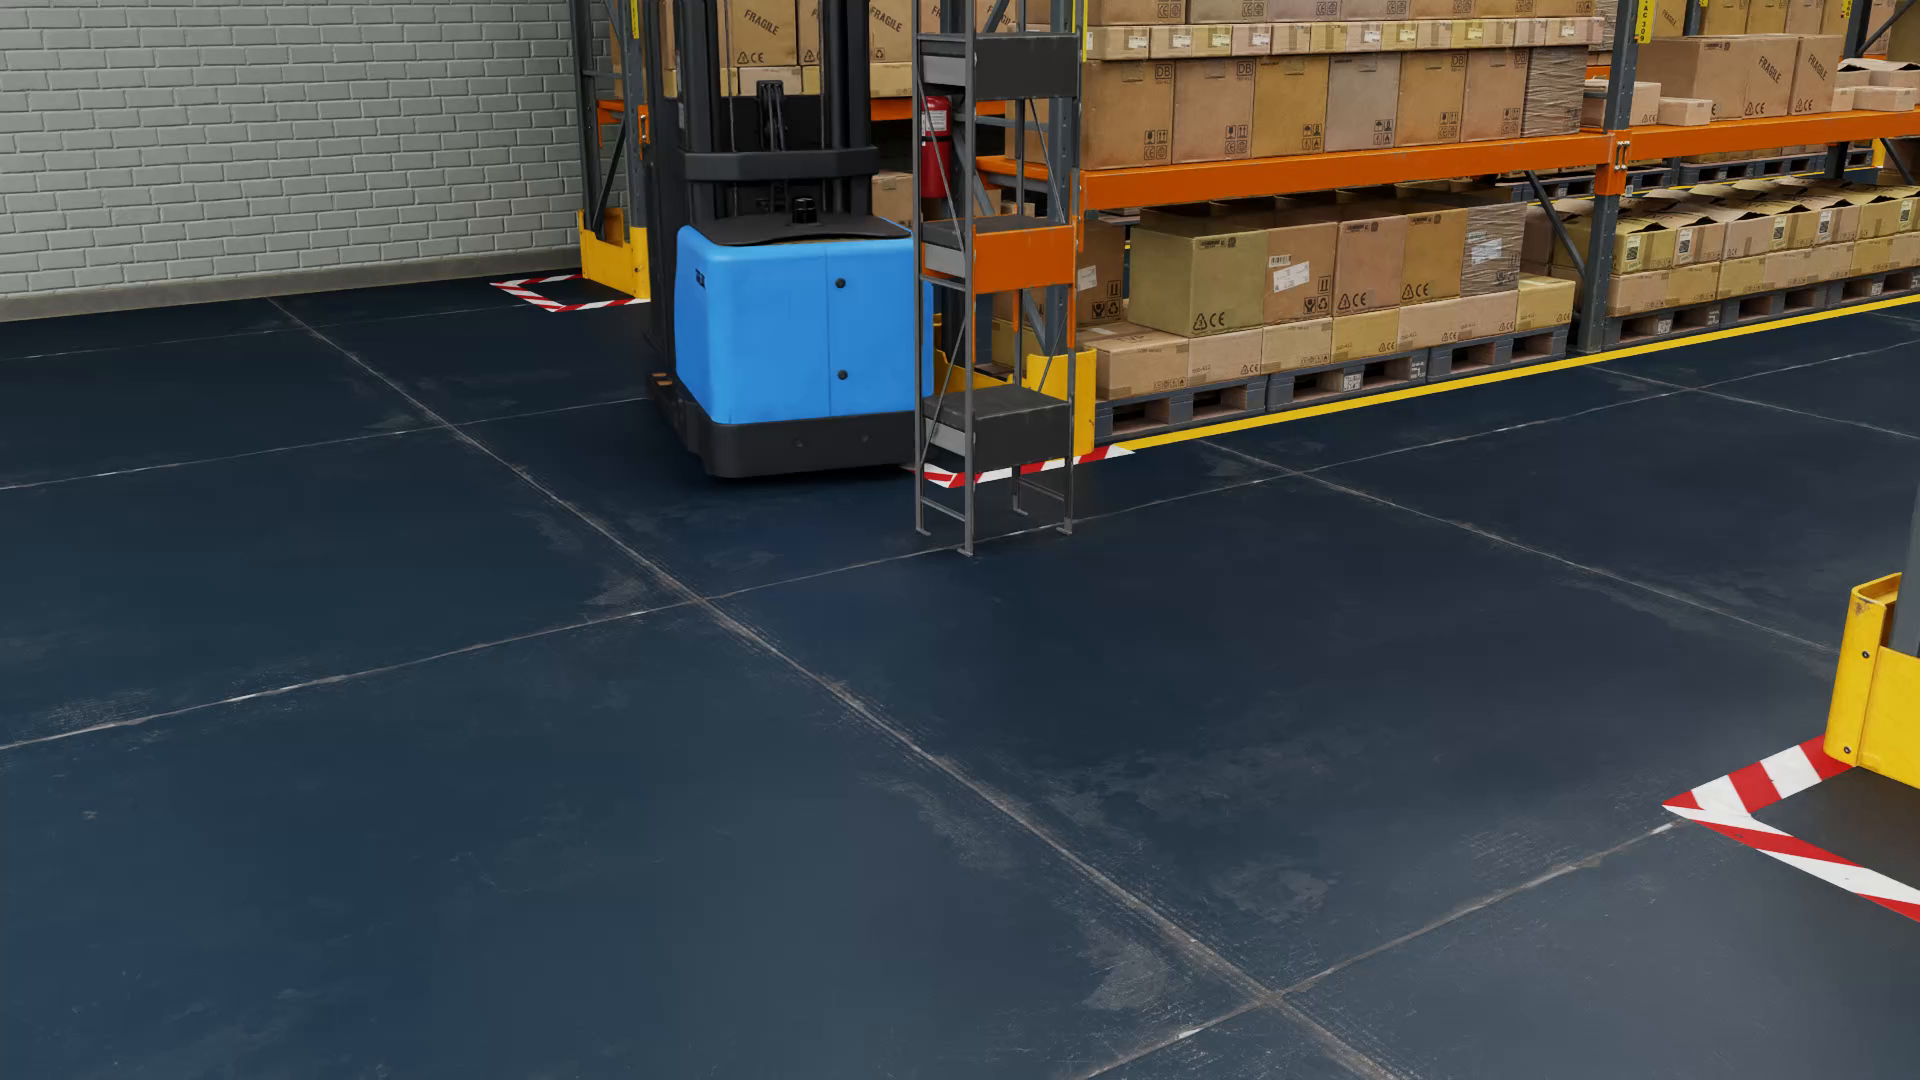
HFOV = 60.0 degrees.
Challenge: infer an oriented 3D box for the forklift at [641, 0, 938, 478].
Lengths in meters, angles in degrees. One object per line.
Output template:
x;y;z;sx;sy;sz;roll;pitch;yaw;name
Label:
-1.053;-2.097;8.371;1.130;2.935;3.031;-6;20;-18;forklift

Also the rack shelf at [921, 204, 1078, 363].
0.138;-1.011;6.499;0.480;0.518;0.431;-12;22;-31;rack shelf

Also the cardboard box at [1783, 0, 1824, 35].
9.197;-5.902;19.052;0.700;0.700;0.980;-13;23;-34;cardboard box

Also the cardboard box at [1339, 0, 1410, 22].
1.942;-2.995;8.737;0.500;0.500;0.700;-12;22;-31;cardboard box

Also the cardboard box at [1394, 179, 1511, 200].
3.007;-1.931;10.241;0.500;0.500;0.500;-12;22;-31;cardboard box

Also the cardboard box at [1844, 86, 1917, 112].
6.308;-3.031;11.419;0.250;0.149;0.380;-12;22;-31;cardboard box

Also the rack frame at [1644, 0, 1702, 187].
7.520;-5.411;18.067;0.127;3.000;1.000;-12;22;-31;rack frame

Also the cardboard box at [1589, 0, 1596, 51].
6.014;-5.192;16.768;0.500;0.500;0.500;-11;22;-30;cardboard box

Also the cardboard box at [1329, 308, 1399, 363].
2.049;-1.168;9.155;0.500;0.250;0.500;-12;22;-31;cardboard box

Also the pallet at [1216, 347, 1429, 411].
1.859;-1.012;9.408;1.213;0.211;1.003;-12;22;-31;pallet

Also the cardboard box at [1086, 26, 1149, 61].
0.672;-2.339;7.812;0.250;0.149;0.380;-12;22;-32;cardboard box

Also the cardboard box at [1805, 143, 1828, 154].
9.913;-4.892;19.780;0.500;0.500;0.700;-12;22;-32;cardboard box

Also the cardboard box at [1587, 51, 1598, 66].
6.308;-4.954;17.077;0.250;0.149;0.380;-13;22;-33;cardboard box

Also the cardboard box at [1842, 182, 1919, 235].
6.605;-2.386;11.881;0.500;0.311;0.500;-11;22;-30;cardboard box

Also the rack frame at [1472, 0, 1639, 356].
3.566;-2.678;9.982;0.127;3.000;1.000;-12;22;-31;rack frame

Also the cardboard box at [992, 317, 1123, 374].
0.511;-1.043;8.784;0.500;0.250;0.500;-12;22;-31;cardboard box

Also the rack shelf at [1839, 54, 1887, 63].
9.190;-5.423;19.225;4.000;0.370;1.077;-12;22;-31;rack shelf

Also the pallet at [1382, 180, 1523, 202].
4.879;-3.504;16.781;1.213;0.211;1.003;-12;22;-31;pallet

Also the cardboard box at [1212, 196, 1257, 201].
2.297;-3.344;15.169;0.500;0.500;0.700;-12;22;-31;cardboard box

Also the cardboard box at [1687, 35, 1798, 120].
5.075;-3.037;10.889;0.500;0.500;0.500;-12;22;-31;cardboard box

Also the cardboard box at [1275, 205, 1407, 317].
2.050;-1.523;9.034;0.500;0.500;0.500;-12;22;-31;cardboard box

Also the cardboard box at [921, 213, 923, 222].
-0.508;-2.584;13.468;0.250;0.149;0.380;-14;23;-36;cardboard box

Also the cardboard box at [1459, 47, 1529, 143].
2.762;-2.551;9.450;0.500;0.500;0.700;-12;22;-32;cardboard box

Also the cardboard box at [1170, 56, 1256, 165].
1.058;-2.193;8.392;0.500;0.500;0.700;-11;22;-30;cardboard box

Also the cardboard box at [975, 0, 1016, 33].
0.200;-4.040;13.044;0.500;0.500;0.500;-12;22;-32;cardboard box

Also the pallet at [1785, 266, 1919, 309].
6.198;-1.927;12.114;1.213;0.211;1.003;-12;22;-31;pallet

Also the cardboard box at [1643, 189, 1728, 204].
5.018;-2.256;11.496;0.500;0.311;0.500;-12;22;-32;cardboard box

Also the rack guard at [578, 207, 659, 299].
-2.439;-2.127;12.255;0.348;0.500;1.175;-12;22;-31;rack guard

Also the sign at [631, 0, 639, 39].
-2.204;-3.563;11.247;0.005;0.325;0.100;-12;22;-31;sign

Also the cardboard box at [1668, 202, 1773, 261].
4.901;-2.024;10.811;0.500;0.311;0.500;-13;22;-33;cardboard box

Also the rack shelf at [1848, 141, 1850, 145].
8.577;-3.394;13.223;4.000;0.370;1.077;-12;22;-31;rack shelf

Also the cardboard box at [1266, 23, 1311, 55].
1.533;-2.522;8.351;0.250;0.149;0.380;-13;23;-33;cardboard box

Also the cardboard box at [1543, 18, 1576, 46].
3.249;-2.884;9.424;0.250;0.149;0.380;-12;22;-33;cardboard box

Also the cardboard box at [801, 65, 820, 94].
-1.065;-3.420;12.382;0.500;0.250;0.500;-12;22;-32;cardboard box

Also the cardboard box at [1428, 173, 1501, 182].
4.866;-3.982;16.540;0.750;0.750;0.750;-12;22;-32;cardboard box

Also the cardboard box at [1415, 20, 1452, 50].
2.396;-2.704;8.890;0.250;0.149;0.380;-11;22;-30;cardboard box

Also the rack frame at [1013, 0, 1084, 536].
0.342;-1.067;6.622;0.015;2.100;0.400;-12;22;-31;rack frame

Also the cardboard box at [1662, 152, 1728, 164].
8.201;-4.530;18.709;0.500;0.500;0.700;-12;22;-31;cardboard box

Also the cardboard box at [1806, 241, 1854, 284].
5.751;-1.941;11.441;0.500;0.250;0.500;-11;22;-30;cardboard box

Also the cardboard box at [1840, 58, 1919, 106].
6.579;-3.288;11.925;0.500;0.311;0.500;-10;21;-28;cardboard box

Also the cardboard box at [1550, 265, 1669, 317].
4.039;-1.579;10.369;0.500;0.250;0.500;-13;22;-33;cardboard box

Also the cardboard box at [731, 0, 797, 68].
-1.520;-3.679;11.976;0.500;0.500;0.500;-12;22;-31;cardboard box

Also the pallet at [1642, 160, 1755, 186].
8.198;-4.203;18.848;1.213;0.211;1.003;-12;22;-31;pallet

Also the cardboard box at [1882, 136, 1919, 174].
7.604;-3.000;12.981;0.500;0.250;0.500;-11;22;-29;cardboard box

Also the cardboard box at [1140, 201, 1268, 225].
1.337;-1.579;9.198;0.500;0.500;0.500;-12;22;-31;cardboard box

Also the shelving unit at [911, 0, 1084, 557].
0.138;-1.024;6.495;0.503;2.100;0.431;-12;22;-31;shelving unit
